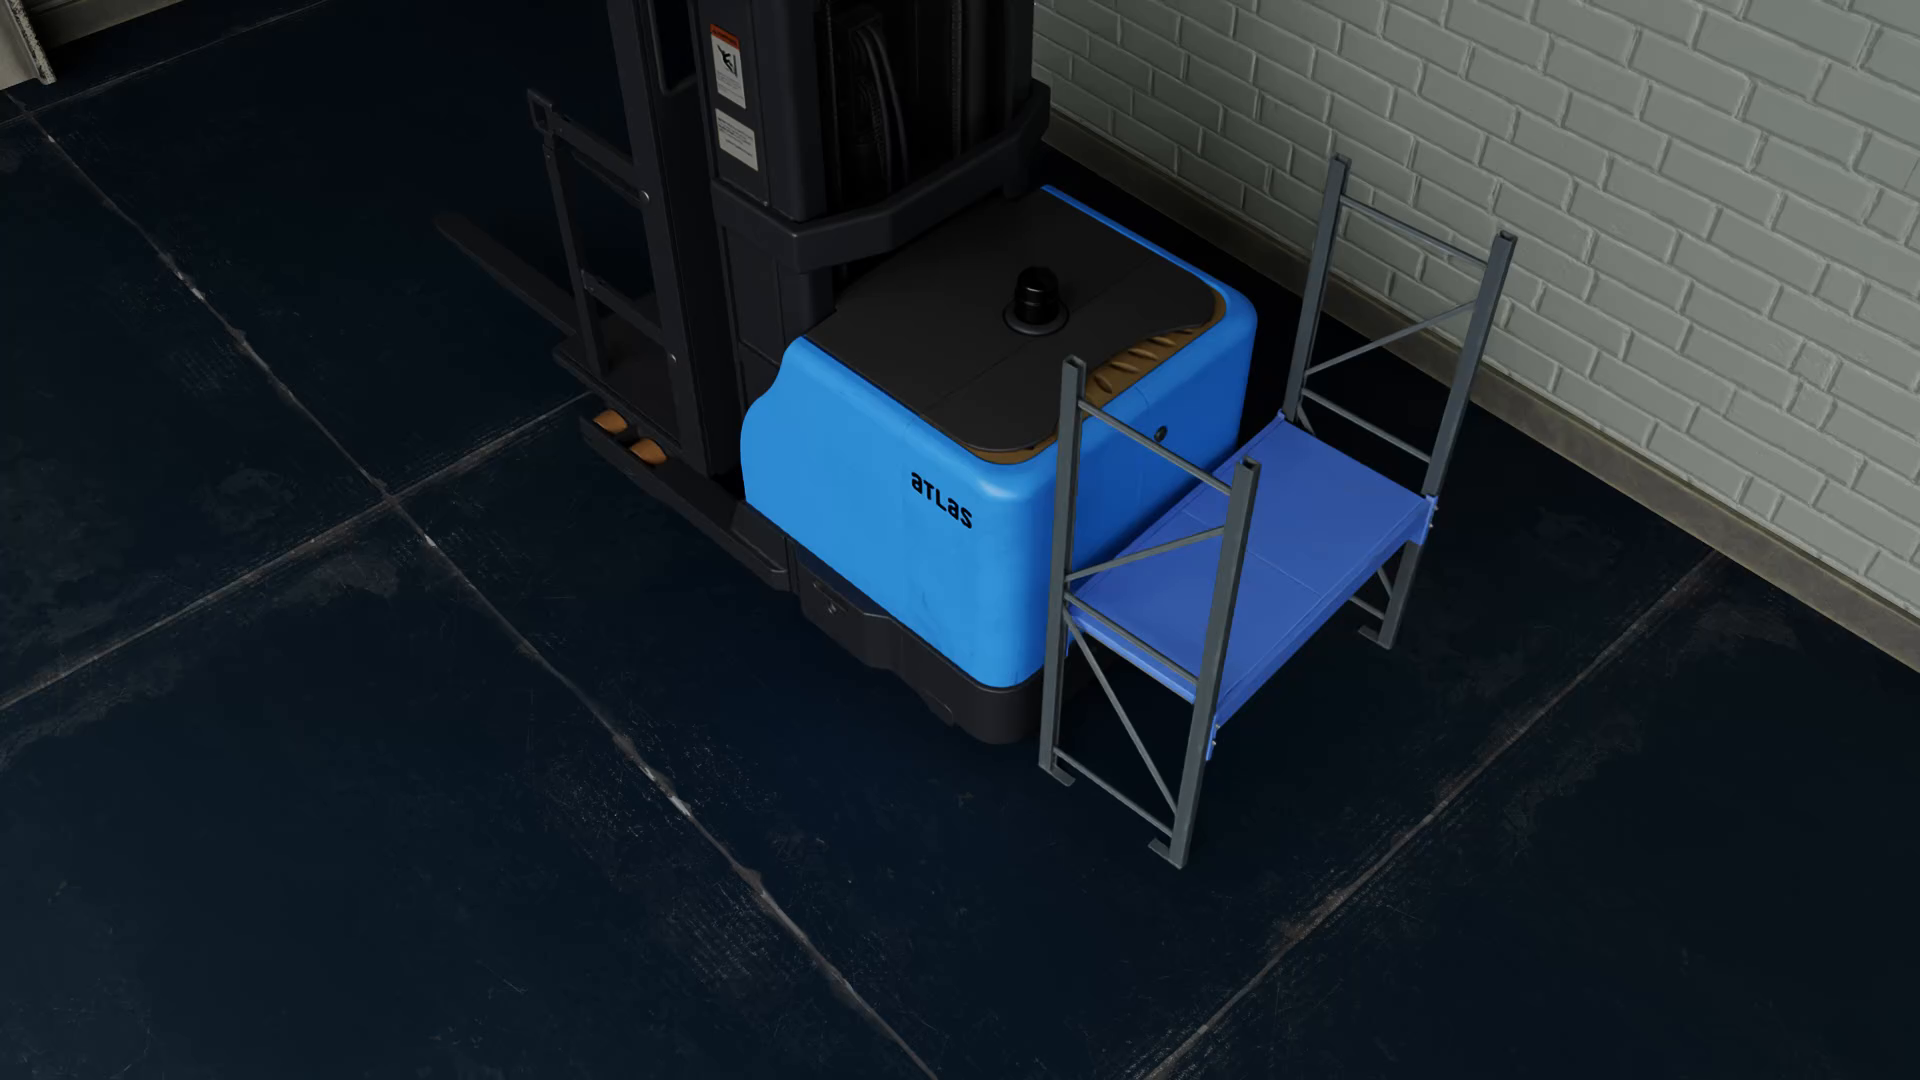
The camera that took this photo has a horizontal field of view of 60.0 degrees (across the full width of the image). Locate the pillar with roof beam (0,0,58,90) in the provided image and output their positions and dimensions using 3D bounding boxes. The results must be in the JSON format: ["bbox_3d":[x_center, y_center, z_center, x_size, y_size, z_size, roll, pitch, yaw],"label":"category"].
[{"bbox_3d":[-1.176,-2.645,1.567,0.400,9.000,9.100,-34,56,-27],"label":"pillar with roof beam"}]

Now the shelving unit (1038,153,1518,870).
[{"bbox_3d":[0.758,-0.035,4.262,0.538,1.500,1.048,34,56,27],"label":"shelving unit"}]

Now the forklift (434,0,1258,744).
[{"bbox_3d":[-0.598,-1.399,4.547,3.031,2.935,1.130,36,57,28],"label":"forklift"}]

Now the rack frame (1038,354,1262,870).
[{"bbox_3d":[0.414,0.240,4.008,0.500,1.500,0.032,34,56,27],"label":"rack frame"}]

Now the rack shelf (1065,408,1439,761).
[{"bbox_3d":[0.758,0.087,4.394,0.538,0.185,1.000,34,56,27],"label":"rack shelf"}]

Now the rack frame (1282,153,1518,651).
[{"bbox_3d":[1.101,-0.311,4.516,0.500,1.500,0.032,34,56,27],"label":"rack frame"}]
